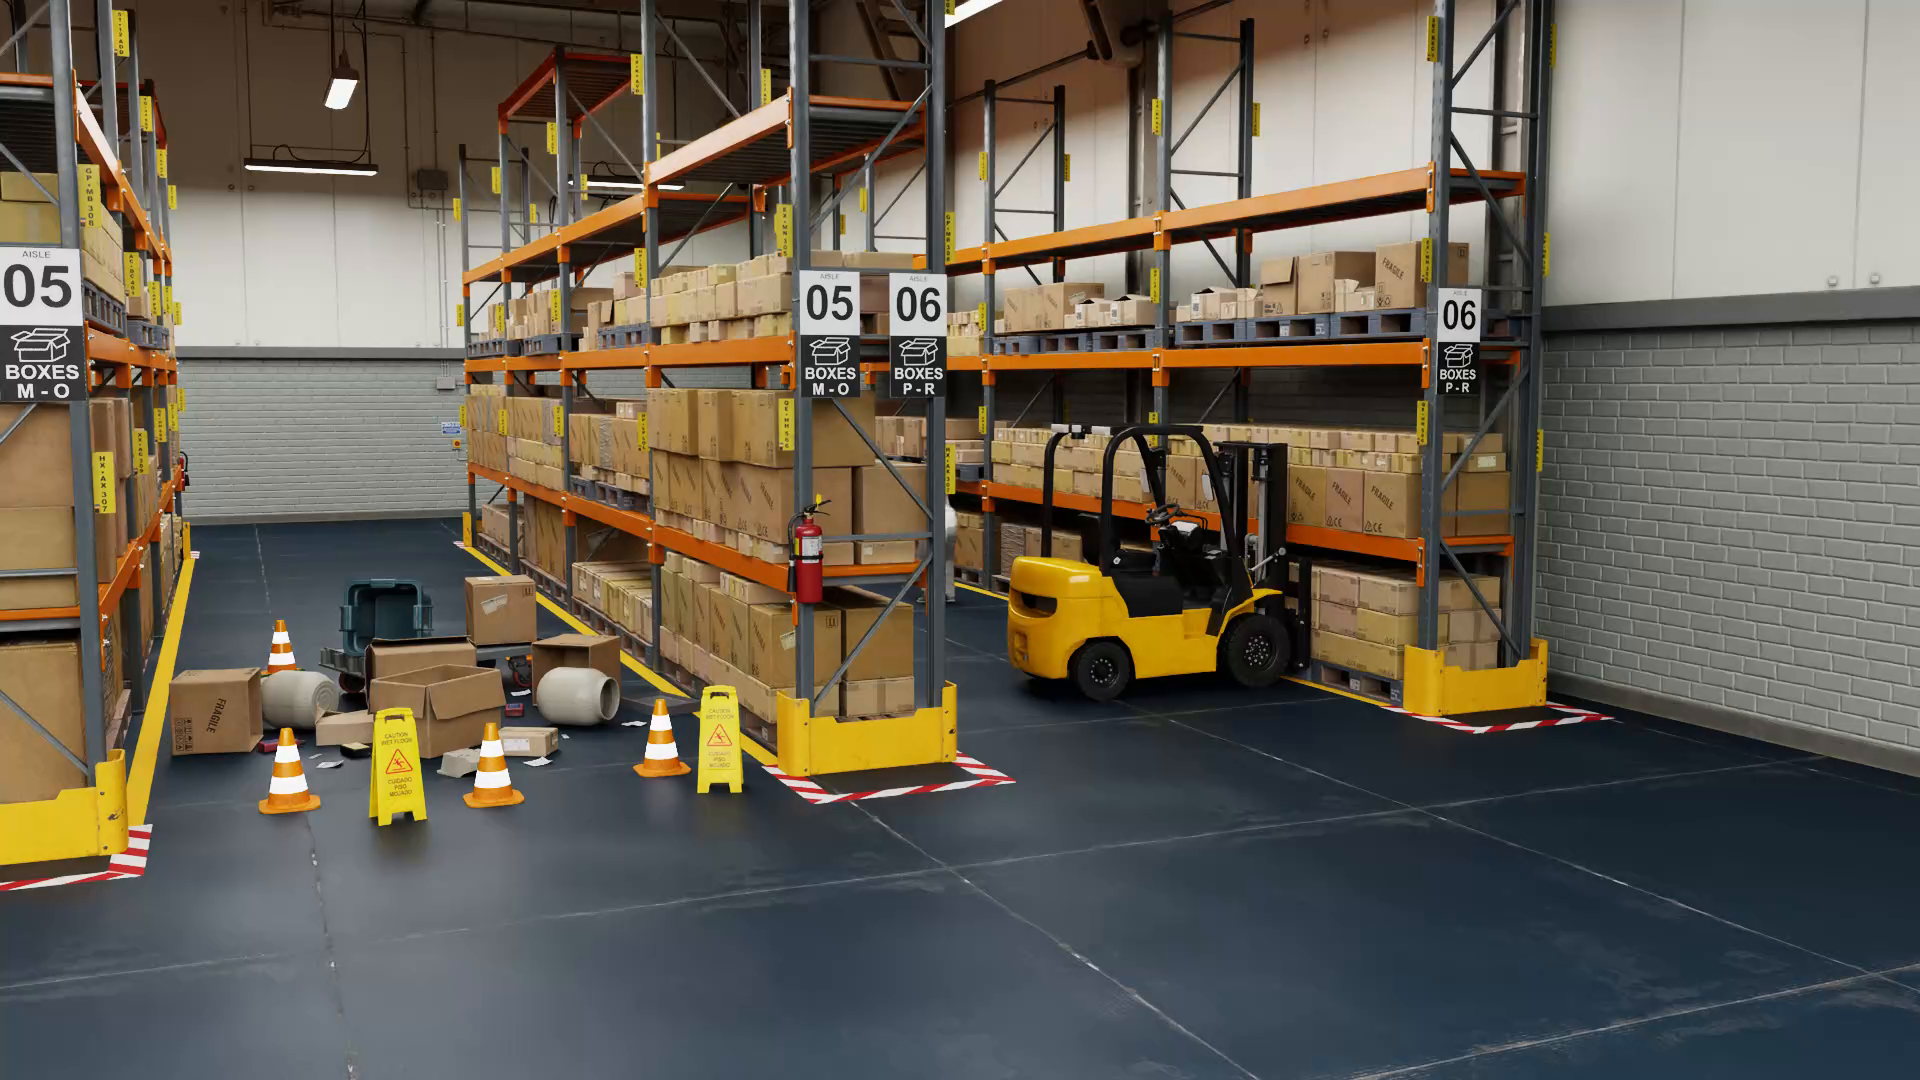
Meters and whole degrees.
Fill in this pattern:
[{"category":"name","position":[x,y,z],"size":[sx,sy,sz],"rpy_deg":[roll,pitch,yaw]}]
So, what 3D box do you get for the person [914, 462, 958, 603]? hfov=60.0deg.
[{"category":"person","position":[-0.306,-0.083,18.889],"size":[0.452,1.595,0.652],"rpy_deg":[-3,6,-25]}]
